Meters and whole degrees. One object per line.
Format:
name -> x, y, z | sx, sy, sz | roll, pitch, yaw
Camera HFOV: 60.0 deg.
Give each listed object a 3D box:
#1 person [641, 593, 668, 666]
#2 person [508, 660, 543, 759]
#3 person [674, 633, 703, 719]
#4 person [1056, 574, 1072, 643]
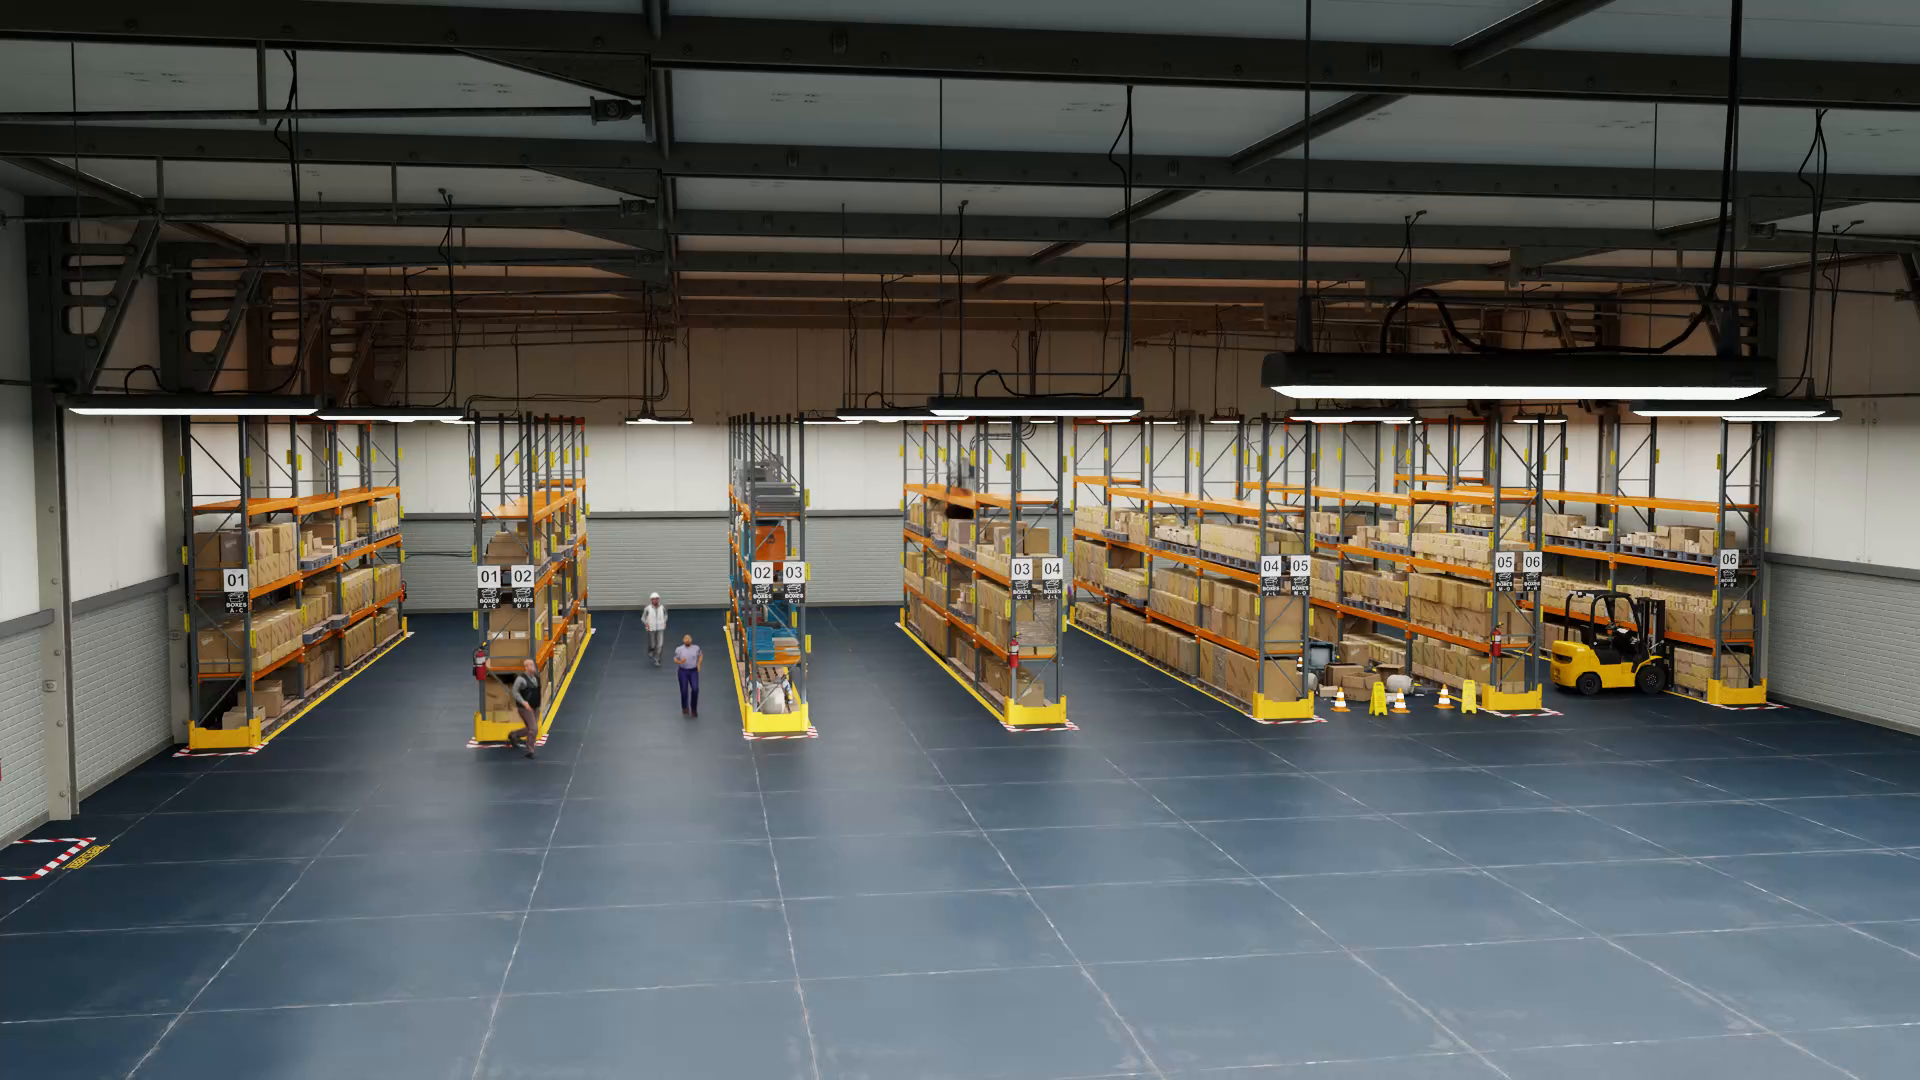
person -> -7.325, 2.144, 40.002 | 0.661, 1.745, 0.732 | -2, 4, -22
person -> -7.556, 2.921, 28.871 | 0.708, 1.724, 0.672 | 2, 4, 25
person -> -5.349, 2.684, 32.782 | 0.582, 1.695, 0.680 | -1, 4, -13
person -> 2.573, 1.736, 42.627 | 0.675, 1.815, 0.689 | -1, 4, -21
